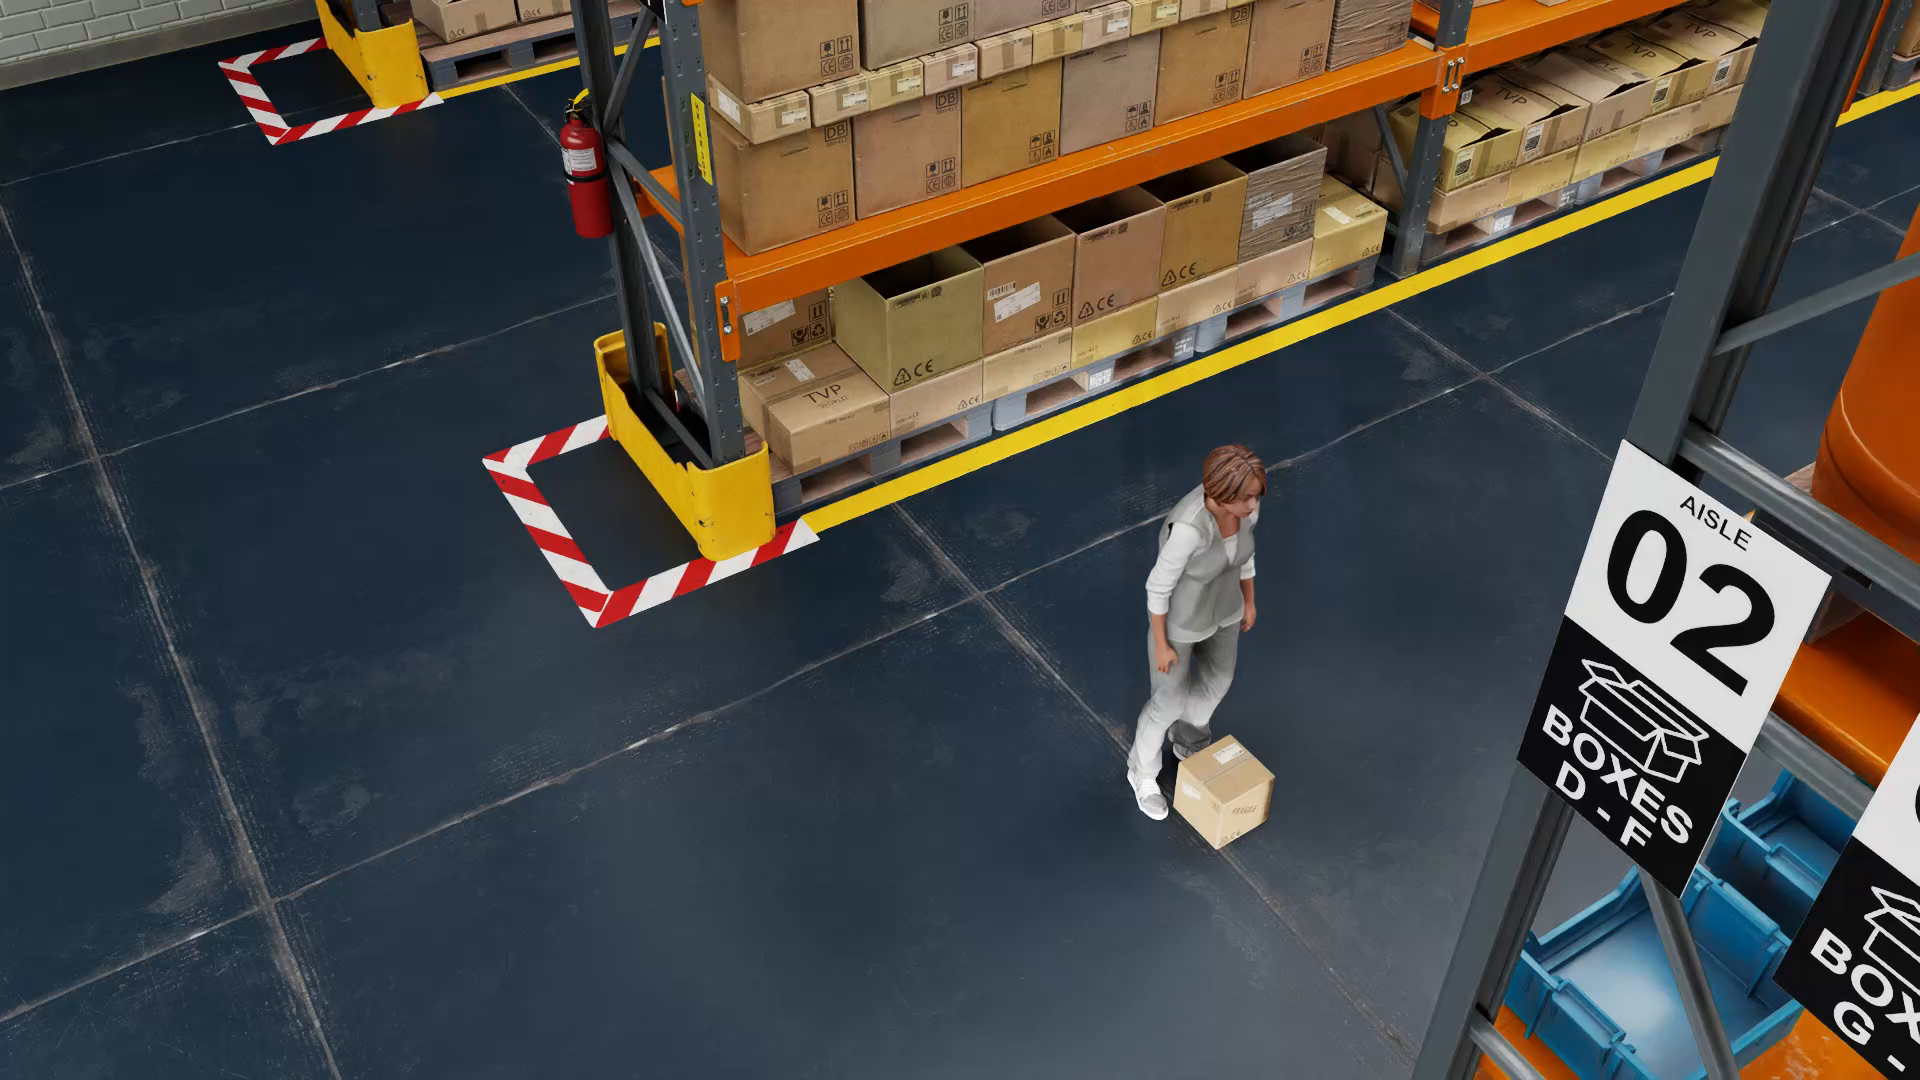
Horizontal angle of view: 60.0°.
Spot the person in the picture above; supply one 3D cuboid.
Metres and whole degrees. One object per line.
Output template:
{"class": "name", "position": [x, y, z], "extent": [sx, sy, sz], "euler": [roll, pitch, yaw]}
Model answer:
{"class": "person", "position": [0.835, 0.294, 5.841], "extent": [0.483, 1.582, 0.340], "euler": [-25, 47, -26]}
